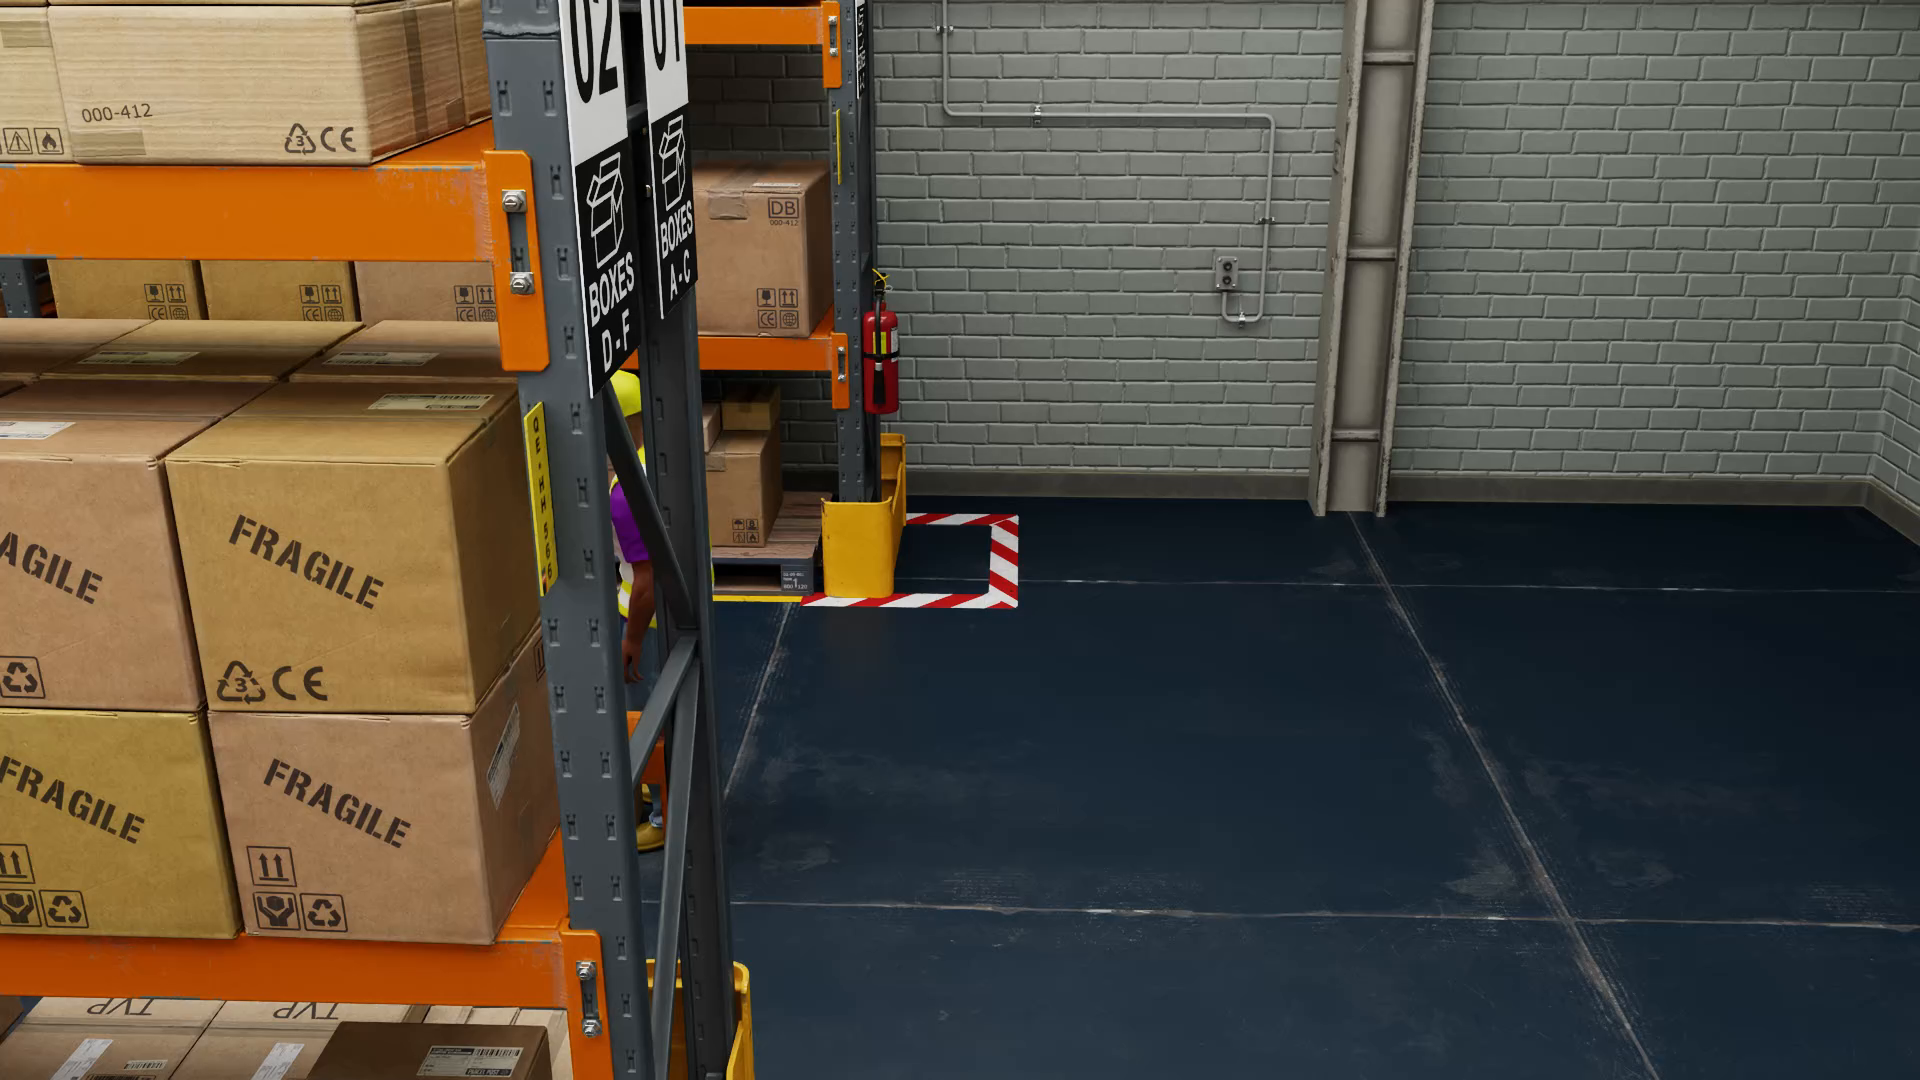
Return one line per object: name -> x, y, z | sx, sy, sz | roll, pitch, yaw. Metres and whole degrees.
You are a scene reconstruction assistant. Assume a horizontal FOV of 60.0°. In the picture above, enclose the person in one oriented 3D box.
person -> -1.105, 0.246, 5.900 | 0.463, 1.760, 0.631 | 0, 21, 1
